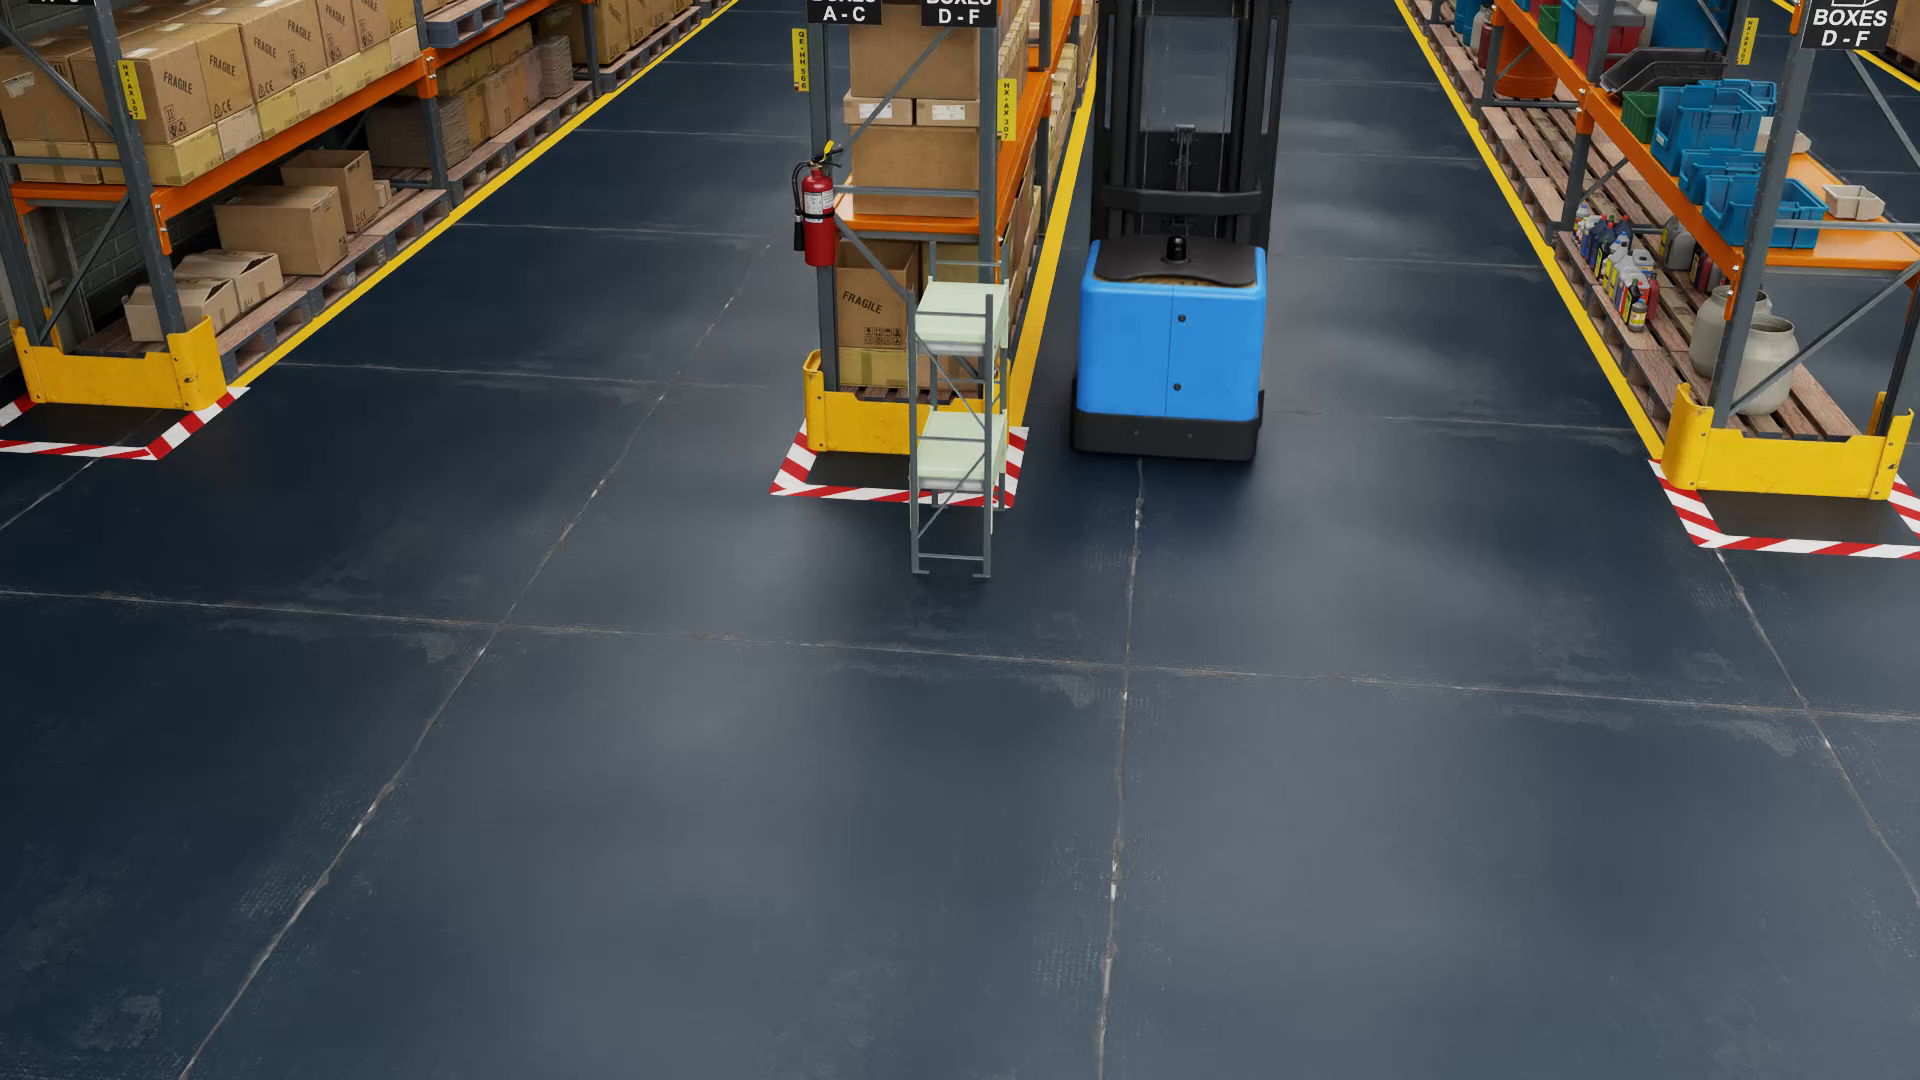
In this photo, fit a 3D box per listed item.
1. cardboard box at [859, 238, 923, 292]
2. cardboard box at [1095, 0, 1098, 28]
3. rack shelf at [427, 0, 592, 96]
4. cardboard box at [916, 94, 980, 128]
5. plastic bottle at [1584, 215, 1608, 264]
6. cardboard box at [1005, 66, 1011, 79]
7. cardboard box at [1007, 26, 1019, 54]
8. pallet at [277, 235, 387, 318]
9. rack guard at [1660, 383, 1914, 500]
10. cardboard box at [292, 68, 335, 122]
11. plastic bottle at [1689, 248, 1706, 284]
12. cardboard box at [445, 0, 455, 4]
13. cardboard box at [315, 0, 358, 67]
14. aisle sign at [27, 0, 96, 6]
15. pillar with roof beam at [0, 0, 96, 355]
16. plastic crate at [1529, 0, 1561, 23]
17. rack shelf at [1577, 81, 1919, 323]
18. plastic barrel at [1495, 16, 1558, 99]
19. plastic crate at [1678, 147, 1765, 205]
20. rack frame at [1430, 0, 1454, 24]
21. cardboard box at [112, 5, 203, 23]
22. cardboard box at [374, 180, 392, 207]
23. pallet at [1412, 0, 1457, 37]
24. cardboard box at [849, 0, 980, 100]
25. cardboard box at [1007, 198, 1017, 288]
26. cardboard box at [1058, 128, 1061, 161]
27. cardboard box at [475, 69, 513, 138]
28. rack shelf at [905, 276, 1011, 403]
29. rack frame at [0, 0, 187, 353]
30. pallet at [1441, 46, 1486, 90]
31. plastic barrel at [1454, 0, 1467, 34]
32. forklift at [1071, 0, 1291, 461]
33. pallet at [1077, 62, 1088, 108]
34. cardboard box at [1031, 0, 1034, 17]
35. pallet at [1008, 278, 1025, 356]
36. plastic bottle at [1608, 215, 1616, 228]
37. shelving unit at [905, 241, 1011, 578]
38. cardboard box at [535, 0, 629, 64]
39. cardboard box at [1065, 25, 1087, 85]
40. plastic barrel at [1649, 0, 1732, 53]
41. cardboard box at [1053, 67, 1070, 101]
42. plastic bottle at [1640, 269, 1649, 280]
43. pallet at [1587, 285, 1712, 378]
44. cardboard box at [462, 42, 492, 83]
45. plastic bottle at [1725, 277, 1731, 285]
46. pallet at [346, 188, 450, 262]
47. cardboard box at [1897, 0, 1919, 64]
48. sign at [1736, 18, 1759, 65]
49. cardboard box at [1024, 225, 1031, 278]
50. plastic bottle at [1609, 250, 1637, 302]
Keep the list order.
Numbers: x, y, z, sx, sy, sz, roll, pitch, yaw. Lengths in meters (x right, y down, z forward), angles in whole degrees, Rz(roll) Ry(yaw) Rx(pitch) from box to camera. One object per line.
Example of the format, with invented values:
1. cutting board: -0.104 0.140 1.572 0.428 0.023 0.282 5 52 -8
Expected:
1. cardboard box: -0.423 -1.950 10.872 0.500 0.500 0.500 3 28 6
2. cardboard box: 1.324 -6.165 19.202 0.500 0.500 0.500 3 29 6
3. rack shelf: -4.483 -4.698 15.066 1.077 0.370 4.000 3 28 6
4. cardboard box: -0.039 -2.406 9.264 0.380 0.149 0.250 3 28 6
5. plastic bottle: 4.594 -2.169 11.942 0.144 0.351 0.185 4 29 8
6. cardboard box: -0.044 -2.896 10.857 0.700 0.500 0.500 4 29 8
7. cardboard box: 0.182 -3.253 10.837 0.380 0.149 0.250 4 29 8
8. pallet: -4.922 -1.951 12.149 1.003 0.211 1.213 3 28 6
9. rack guard: 4.577 -0.552 9.248 1.175 0.500 0.348 3 28 6
10. cardboard box: -4.661 -3.067 11.417 0.500 0.250 0.500 4 29 7
11. plastic bottle: 5.144 -1.927 11.564 0.061 0.283 0.133 3 28 6
12. cardboard box: -4.556 -4.811 13.948 0.700 0.500 0.500 6 29 11
13. cardboard box: -4.607 -3.634 11.678 0.500 0.500 0.500 3 28 5
14. aisle sign: -4.929 -3.283 8.941 0.394 0.787 0.004 3 28 6
15. pillar with roof beam: -1.718 -4.961 8.470 9.100 9.000 0.400 3 28 6
16. plastic crate: 5.093 -4.665 14.180 0.402 0.464 0.583 3 28 6
17. rack shelf: 4.859 -2.239 10.502 1.077 0.370 4.000 3 28 6
18. plastic barrel: 5.638 -4.841 16.418 0.600 0.830 0.708 3 28 6
19. plastic crate: 4.464 -2.107 9.656 0.499 0.251 0.408 3 28 6
20. rack frame: 6.085 -7.263 19.069 1.000 3.000 0.127 3 28 6
21. cardboard box: -5.241 -3.177 10.831 0.500 0.500 0.500 3 28 5
22. cardboard box: -4.764 -2.766 13.244 0.380 0.166 0.250 0 28 0
23. pallet: 6.136 -6.384 20.377 1.003 0.211 1.213 3 28 6
24. cardboard box: -0.225 -2.763 9.243 0.700 0.500 0.500 3 29 6
25. cardboard box: 0.093 -1.920 10.816 0.500 0.500 0.500 3 28 6
26. cardboard box: 0.609 -3.421 14.394 0.500 0.250 0.500 3 28 5
27. cardboard box: -4.538 -3.998 15.179 0.700 0.500 0.500 4 29 7
28. rack shelf: -0.001 -1.001 8.203 0.431 0.370 0.720 3 28 6
29. rack frame: -5.218 -2.190 9.653 1.000 3.000 0.127 3 28 6
30. pallet: 5.802 -5.099 17.991 1.003 0.211 1.213 3 28 6
31. plastic barrel: 6.001 -6.269 18.993 0.600 0.901 0.708 3 28 6
32. forklift: 1.373 -2.415 10.143 1.130 2.935 3.031 4 29 7
33. pallet: 0.808 -4.791 17.421 1.003 0.211 1.213 3 28 6
34. cardboard box: 0.336 -3.860 11.962 0.380 0.149 0.250 3 28 5
35. pallet: -0.097 -1.611 11.518 1.003 0.211 1.213 3 28 6
36. plastic bottle: 4.724 -2.211 12.091 0.061 0.283 0.133 3 28 6
37. shelving unit: -0.001 -0.657 8.388 0.431 1.500 0.755 3 28 6
38. cardboard box: -4.017 -5.533 17.681 0.750 0.750 0.750 3 28 6
39. cardboard box: 1.018 -4.961 16.967 0.500 0.500 0.500 5 29 8
40. plastic barrel: 5.453 -3.882 12.265 0.600 0.901 0.708 3 28 6
41. cardboard box: 0.737 -4.148 15.151 0.500 0.311 0.500 3 28 6
42. plastic bottle: 4.621 -1.740 11.304 0.097 0.201 0.097 0 28 0
43. pallet: 4.834 -1.380 11.089 1.003 0.211 1.213 3 28 6
44. cardboard box: -4.544 -4.296 14.943 0.500 0.250 0.500 3 28 5
45. plastic bottle: 5.225 -1.746 11.241 0.097 0.271 0.097 0 28 0
46. pallet: -4.775 -2.527 13.218 1.003 0.211 1.213 3 28 6
47. cardboard box: 10.833 -5.502 17.597 1.225 0.875 0.875 2 28 4
48. sign: 5.649 -3.582 11.944 0.100 0.325 0.005 3 28 6
49. cardboard box: 0.231 -2.059 11.866 0.500 0.250 0.500 3 28 6
50. plastic bottle: 4.496 -1.792 11.243 0.144 0.351 0.185 5 29 8
